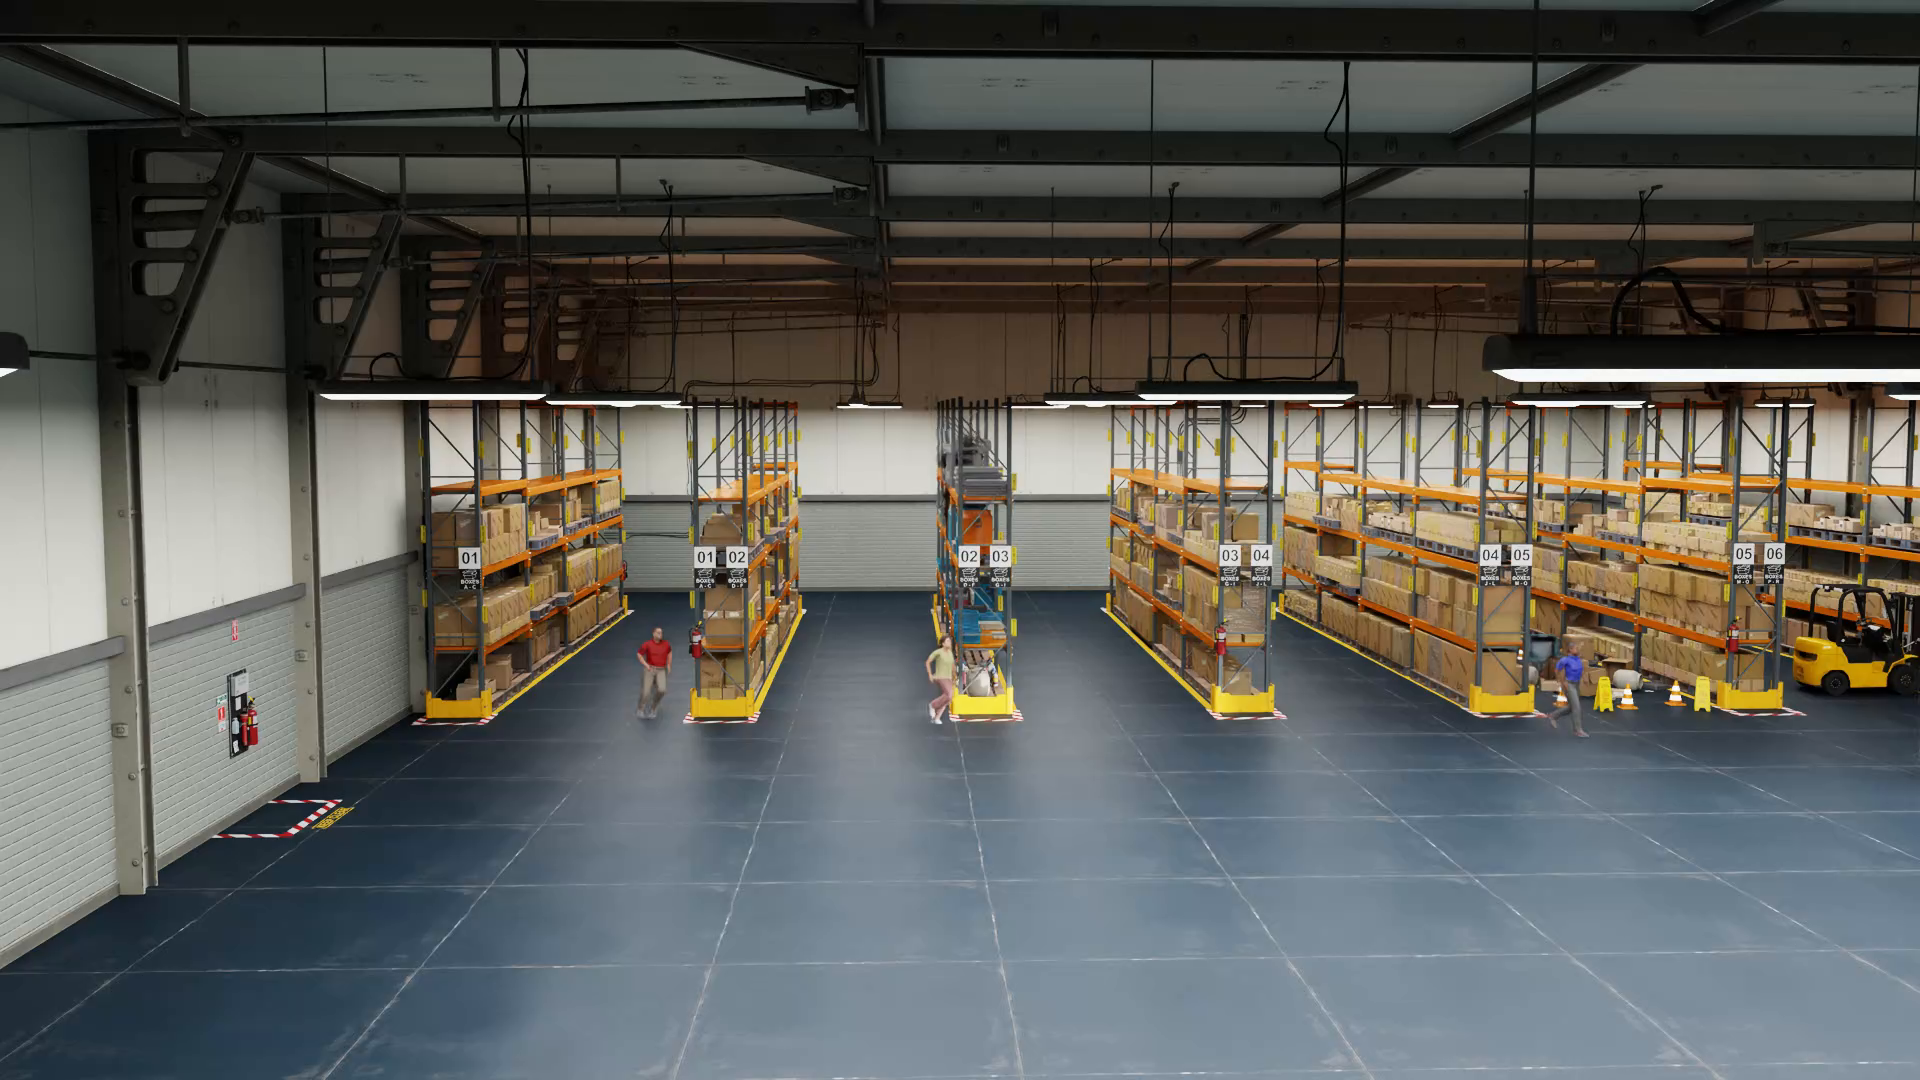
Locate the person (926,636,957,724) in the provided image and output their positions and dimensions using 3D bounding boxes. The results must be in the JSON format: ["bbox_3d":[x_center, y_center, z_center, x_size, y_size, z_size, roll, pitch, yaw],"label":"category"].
[{"bbox_3d":[-0.254,2.561,30.553,0.524,1.596,0.612,4,6,44],"label":"person"}]

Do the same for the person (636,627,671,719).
[{"bbox_3d":[-5.691,2.493,31.109,0.721,1.720,0.646,-2,5,-27],"label":"person"}]

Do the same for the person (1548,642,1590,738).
[{"bbox_3d":[10.796,2.628,29.450,0.595,1.654,0.866,-3,6,-37],"label":"person"}]
